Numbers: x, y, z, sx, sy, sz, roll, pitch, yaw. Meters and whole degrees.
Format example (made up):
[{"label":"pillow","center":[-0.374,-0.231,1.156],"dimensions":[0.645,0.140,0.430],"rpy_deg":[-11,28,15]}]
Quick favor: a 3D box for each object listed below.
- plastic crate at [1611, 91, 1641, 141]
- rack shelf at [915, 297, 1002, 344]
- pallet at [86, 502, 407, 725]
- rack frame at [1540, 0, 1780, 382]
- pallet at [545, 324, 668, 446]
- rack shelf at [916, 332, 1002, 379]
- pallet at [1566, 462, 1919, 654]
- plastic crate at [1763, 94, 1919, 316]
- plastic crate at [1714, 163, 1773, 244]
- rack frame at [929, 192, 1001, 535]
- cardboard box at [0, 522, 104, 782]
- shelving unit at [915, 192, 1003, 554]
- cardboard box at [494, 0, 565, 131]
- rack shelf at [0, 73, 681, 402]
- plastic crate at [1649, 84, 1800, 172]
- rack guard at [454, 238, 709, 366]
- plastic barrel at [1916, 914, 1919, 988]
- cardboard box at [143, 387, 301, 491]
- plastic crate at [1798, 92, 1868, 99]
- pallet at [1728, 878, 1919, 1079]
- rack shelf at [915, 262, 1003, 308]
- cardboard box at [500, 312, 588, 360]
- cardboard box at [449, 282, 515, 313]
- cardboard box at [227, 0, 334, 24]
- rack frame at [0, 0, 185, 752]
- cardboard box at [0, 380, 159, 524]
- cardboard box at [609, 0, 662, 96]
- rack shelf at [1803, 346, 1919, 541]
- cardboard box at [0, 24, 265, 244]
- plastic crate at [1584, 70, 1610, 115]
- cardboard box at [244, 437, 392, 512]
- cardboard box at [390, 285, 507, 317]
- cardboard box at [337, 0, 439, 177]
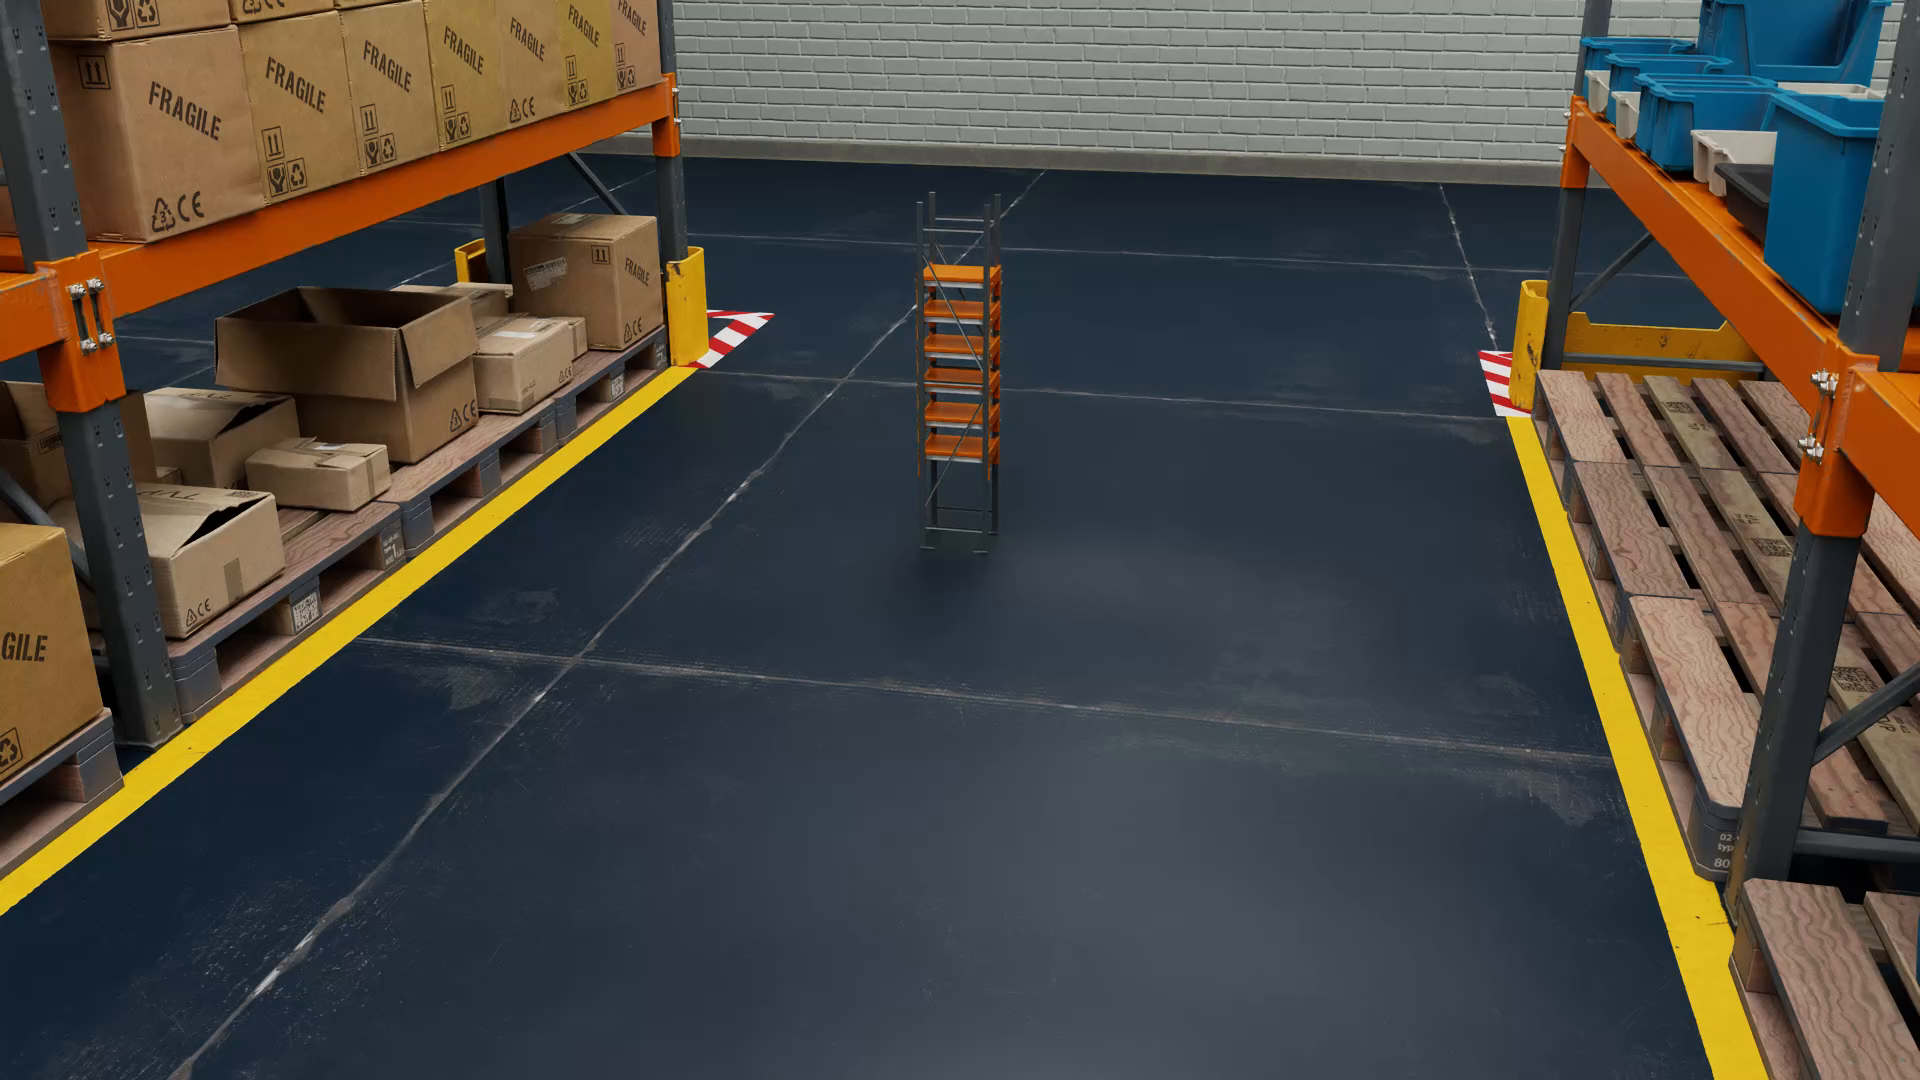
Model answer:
[{"label":"plastic crate","center":[2.380,-1.450,5.712],"dimensions":[0.250,0.136,0.298],"rpy_deg":[4,22,11]},{"label":"rack shelf","center":[-0.003,-0.733,5.543],"dimensions":[0.258,0.103,0.180],"rpy_deg":[4,22,11]},{"label":"pallet","center":[-2.486,0.157,5.181],"dimensions":[1.003,0.211,1.213],"rpy_deg":[4,22,11]},{"label":"rack frame","center":[3.037,-1.969,6.728],"dimensions":[1.000,3.000,0.127],"rpy_deg":[4,22,11]},{"label":"pallet","center":[-1.988,-0.735,7.397],"dimensions":[1.003,0.211,1.213],"rpy_deg":[4,22,11]},{"label":"rack shelf","center":[-0.003,-0.621,5.588],"dimensions":[0.258,0.103,0.180],"rpy_deg":[4,22,11]},{"label":"pallet","center":[2.580,0.068,5.403],"dimensions":[1.003,0.211,1.213],"rpy_deg":[4,22,11]},{"label":"plastic crate","center":[1.983,-0.723,3.576],"dimensions":[0.392,0.384,0.575],"rpy_deg":[4,22,11]},{"label":"plastic crate","center":[2.187,-0.836,4.203],"dimensions":[0.437,0.125,0.590],"rpy_deg":[4,22,11]},{"label":"rack frame","center":[0.016,-0.585,5.699],"dimensions":[0.240,1.200,0.006],"rpy_deg":[4,22,11]},{"label":"cardboard box","center":[-2.447,0.273,3.919],"dimensions":[0.500,0.500,0.500],"rpy_deg":[4,22,11]},{"label":"shelving unit","center":[-0.003,-0.551,5.616],"dimensions":[0.258,1.200,0.189],"rpy_deg":[4,22,11]},{"label":"cardboard box","center":[-1.846,-1.838,6.268],"dimensions":[0.500,0.500,0.500],"rpy_deg":[5,22,11]},{"label":"rack shelf","center":[-2.219,-1.283,5.987],"dimensions":[1.077,0.370,4.000],"rpy_deg":[4,22,11]},{"label":"plastic crate","center":[2.335,-1.263,5.118],"dimensions":[0.416,0.233,0.300],"rpy_deg":[4,22,11]},{"label":"rack guard","center":[-1.827,-1.161,8.067],"dimensions":[1.175,0.500,0.348],"rpy_deg":[4,22,11]},{"label":"plastic barrel","center":[2.093,0.470,2.918],"dimensions":[0.600,0.901,0.708],"rpy_deg":[4,22,11]},{"label":"cardboard box","center":[-2.636,-0.346,5.709],"dimensions":[0.500,0.311,0.500],"rpy_deg":[4,22,11]},{"label":"plastic crate","center":[2.975,-1.458,5.731],"dimensions":[0.396,0.136,0.243],"rpy_deg":[4,22,11]},{"label":"pallet","center":[2.023,1.066,2.924],"dimensions":[1.003,0.211,1.213],"rpy_deg":[4,22,11]},{"label":"rack shelf","center":[-0.003,-0.844,5.498],"dimensions":[0.258,0.103,0.180],"rpy_deg":[4,22,11]},{"label":"cardboard box","center":[-1.852,-0.879,7.225],"dimensions":[0.380,0.166,0.250],"rpy_deg":[4,22,11]},{"label":"cardboard box","center":[-2.233,-1.103,7.804],"dimensions":[0.380,0.149,0.250],"rpy_deg":[4,22,11]},{"label":"cardboard box","center":[-2.151,-1.735,4.674],"dimensions":[0.500,0.500,0.500],"rpy_deg":[4,22,9]},{"label":"rack frame","center":[-2.627,-0.885,4.036],"dimensions":[1.000,3.000,0.127],"rpy_deg":[4,22,11]},{"label":"cardboard box","center":[-2.789,-0.160,4.992],"dimensions":[0.500,0.500,0.500],"rpy_deg":[4,22,11]},{"label":"cardboard box","center":[-1.636,-2.210,7.192],"dimensions":[0.500,0.500,0.500],"rpy_deg":[5,23,13]},{"label":"rack shelf","center":[1.813,0.559,1.414],"dimensions":[1.077,0.370,4.000],"rpy_deg":[4,22,11]},{"label":"cardboard box","center":[-2.256,-1.097,4.429],"dimensions":[0.500,0.500,0.500],"rpy_deg":[5,22,12]},{"label":"plastic crate","center":[2.518,-1.698,6.328],"dimensions":[0.250,0.136,0.298],"rpy_deg":[4,22,11]},{"label":"cardboard box","center":[-2.163,-0.229,5.611],"dimensions":[0.380,0.166,0.250],"rpy_deg":[4,22,11]},{"label":"cardboard box","center":[-2.302,-0.917,7.206],"dimensions":[0.500,0.250,0.500],"rpy_deg":[4,22,11]},{"label":"cardboard box","center":[-2.051,-1.468,5.348],"dimensions":[0.500,0.500,0.500],"rpy_deg":[4,22,11]}]
